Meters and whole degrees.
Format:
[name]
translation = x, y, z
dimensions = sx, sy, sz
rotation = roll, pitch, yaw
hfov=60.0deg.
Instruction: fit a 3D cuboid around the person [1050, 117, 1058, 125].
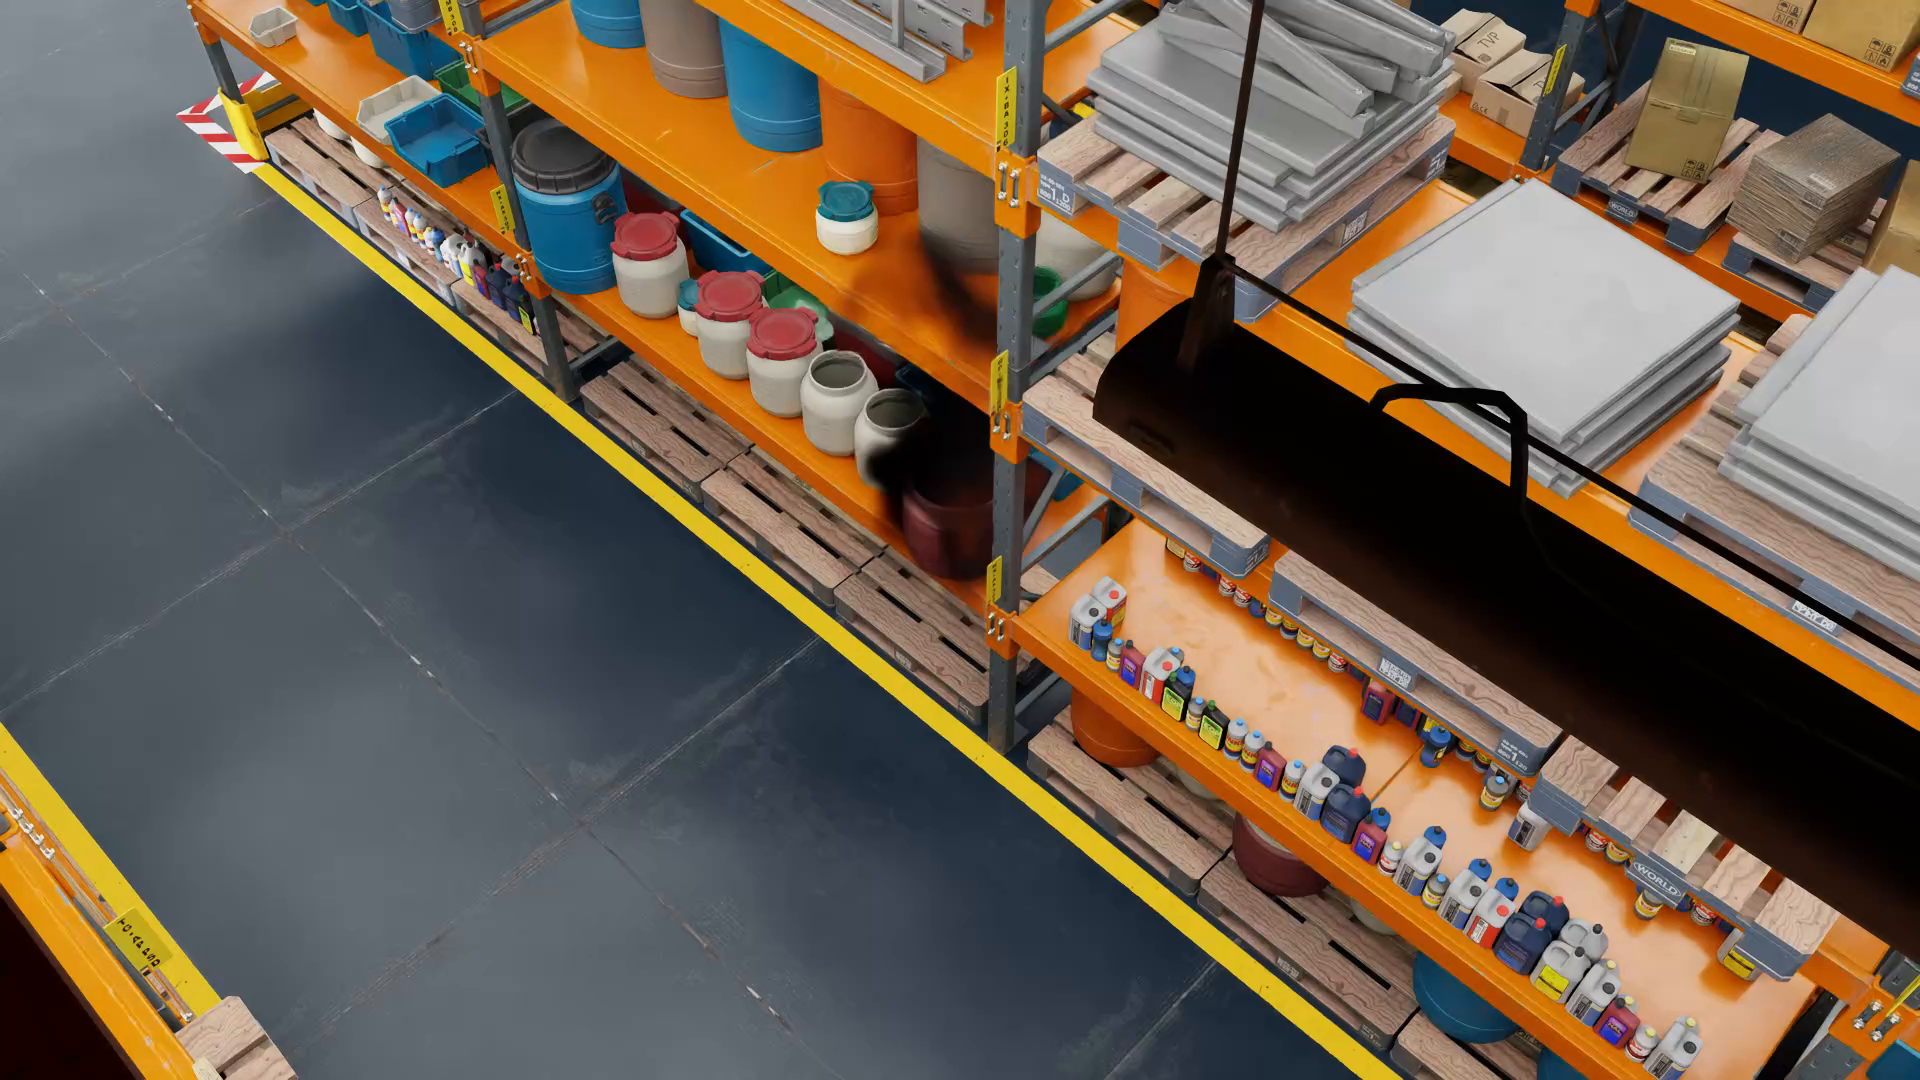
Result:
[person]
translation = 0.430, -2.411, 10.951
dimensions = 0.822, 1.778, 0.618
rotation = 20, 53, 16
